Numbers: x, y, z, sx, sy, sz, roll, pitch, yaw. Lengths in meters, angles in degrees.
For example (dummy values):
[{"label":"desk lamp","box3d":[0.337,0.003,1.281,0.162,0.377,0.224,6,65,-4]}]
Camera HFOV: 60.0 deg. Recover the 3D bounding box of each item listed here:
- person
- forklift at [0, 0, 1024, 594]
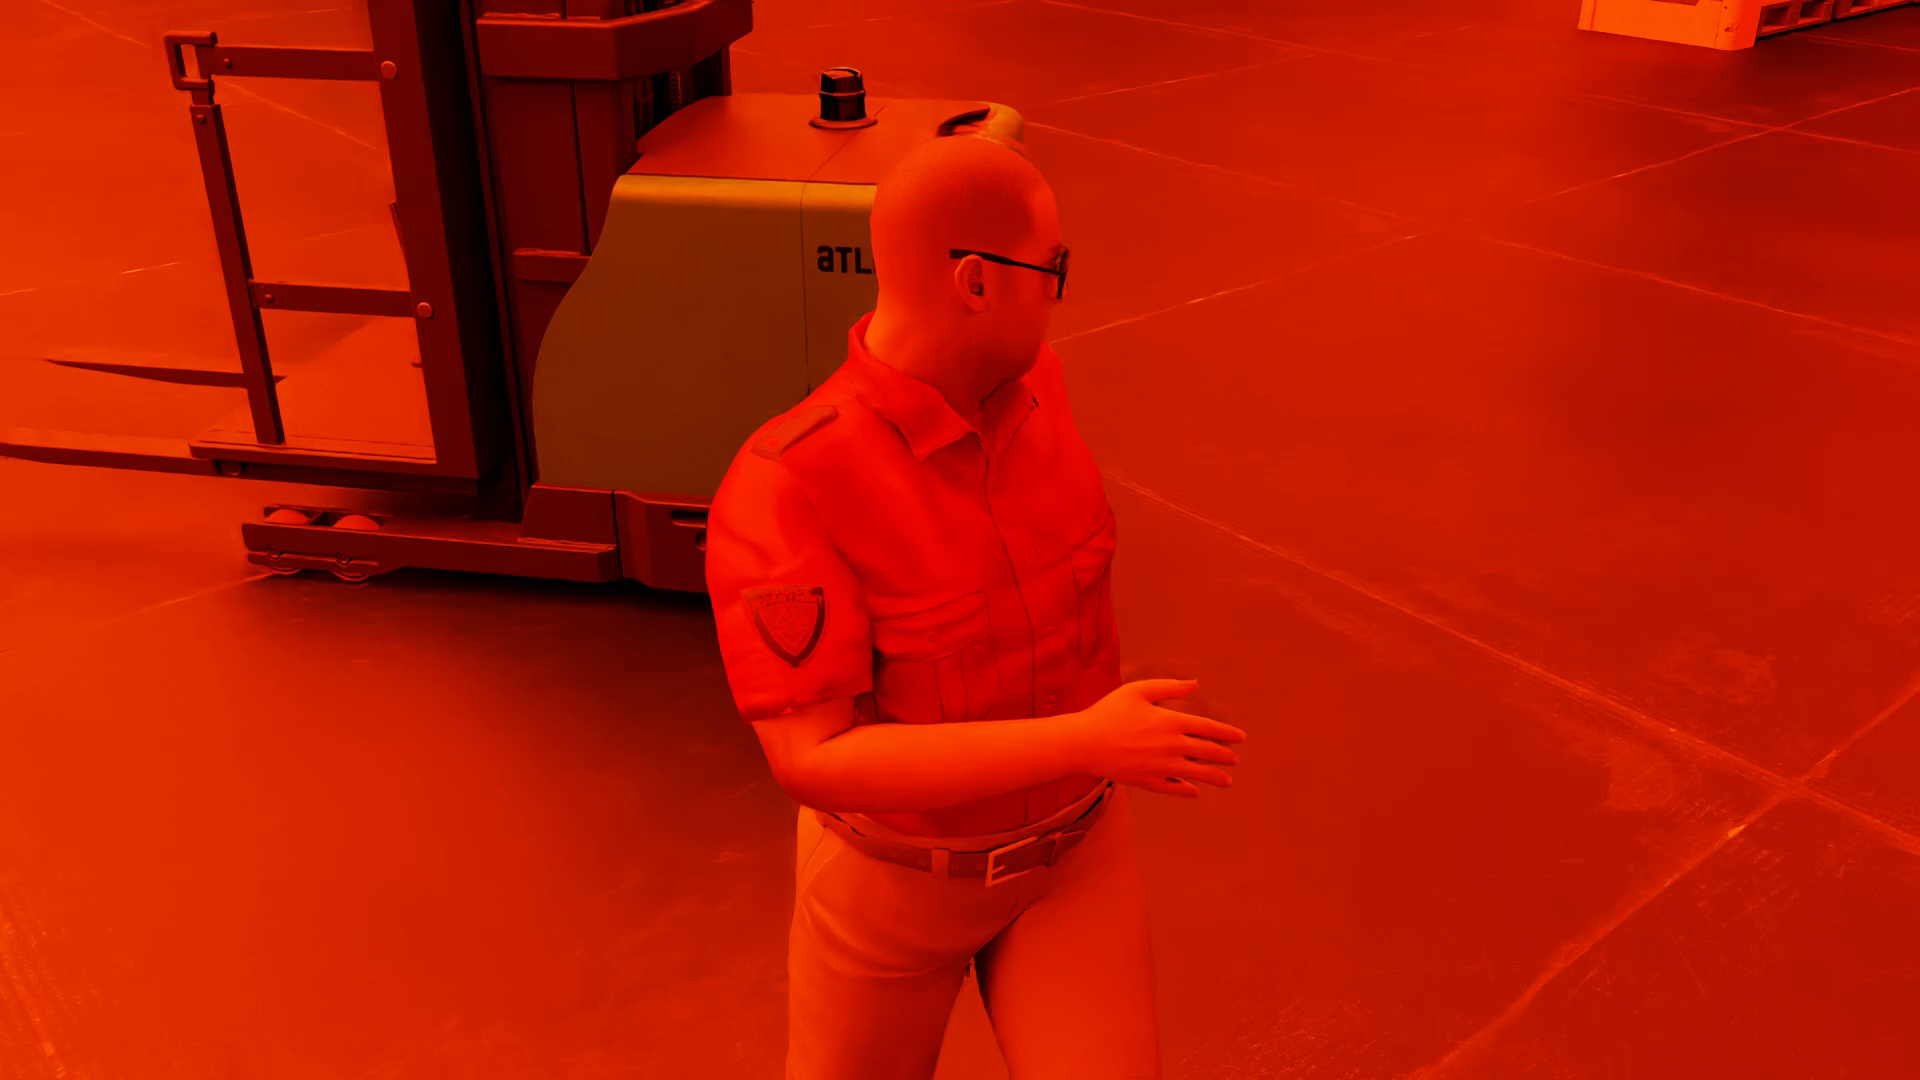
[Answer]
[{"label":"person","box3d":[-0.011,0.354,1.987,0.567,1.652,0.925,-11,28,-21]},{"label":"forklift","box3d":[-1.384,-1.432,4.090,3.031,2.935,1.130,5,27,9]}]
